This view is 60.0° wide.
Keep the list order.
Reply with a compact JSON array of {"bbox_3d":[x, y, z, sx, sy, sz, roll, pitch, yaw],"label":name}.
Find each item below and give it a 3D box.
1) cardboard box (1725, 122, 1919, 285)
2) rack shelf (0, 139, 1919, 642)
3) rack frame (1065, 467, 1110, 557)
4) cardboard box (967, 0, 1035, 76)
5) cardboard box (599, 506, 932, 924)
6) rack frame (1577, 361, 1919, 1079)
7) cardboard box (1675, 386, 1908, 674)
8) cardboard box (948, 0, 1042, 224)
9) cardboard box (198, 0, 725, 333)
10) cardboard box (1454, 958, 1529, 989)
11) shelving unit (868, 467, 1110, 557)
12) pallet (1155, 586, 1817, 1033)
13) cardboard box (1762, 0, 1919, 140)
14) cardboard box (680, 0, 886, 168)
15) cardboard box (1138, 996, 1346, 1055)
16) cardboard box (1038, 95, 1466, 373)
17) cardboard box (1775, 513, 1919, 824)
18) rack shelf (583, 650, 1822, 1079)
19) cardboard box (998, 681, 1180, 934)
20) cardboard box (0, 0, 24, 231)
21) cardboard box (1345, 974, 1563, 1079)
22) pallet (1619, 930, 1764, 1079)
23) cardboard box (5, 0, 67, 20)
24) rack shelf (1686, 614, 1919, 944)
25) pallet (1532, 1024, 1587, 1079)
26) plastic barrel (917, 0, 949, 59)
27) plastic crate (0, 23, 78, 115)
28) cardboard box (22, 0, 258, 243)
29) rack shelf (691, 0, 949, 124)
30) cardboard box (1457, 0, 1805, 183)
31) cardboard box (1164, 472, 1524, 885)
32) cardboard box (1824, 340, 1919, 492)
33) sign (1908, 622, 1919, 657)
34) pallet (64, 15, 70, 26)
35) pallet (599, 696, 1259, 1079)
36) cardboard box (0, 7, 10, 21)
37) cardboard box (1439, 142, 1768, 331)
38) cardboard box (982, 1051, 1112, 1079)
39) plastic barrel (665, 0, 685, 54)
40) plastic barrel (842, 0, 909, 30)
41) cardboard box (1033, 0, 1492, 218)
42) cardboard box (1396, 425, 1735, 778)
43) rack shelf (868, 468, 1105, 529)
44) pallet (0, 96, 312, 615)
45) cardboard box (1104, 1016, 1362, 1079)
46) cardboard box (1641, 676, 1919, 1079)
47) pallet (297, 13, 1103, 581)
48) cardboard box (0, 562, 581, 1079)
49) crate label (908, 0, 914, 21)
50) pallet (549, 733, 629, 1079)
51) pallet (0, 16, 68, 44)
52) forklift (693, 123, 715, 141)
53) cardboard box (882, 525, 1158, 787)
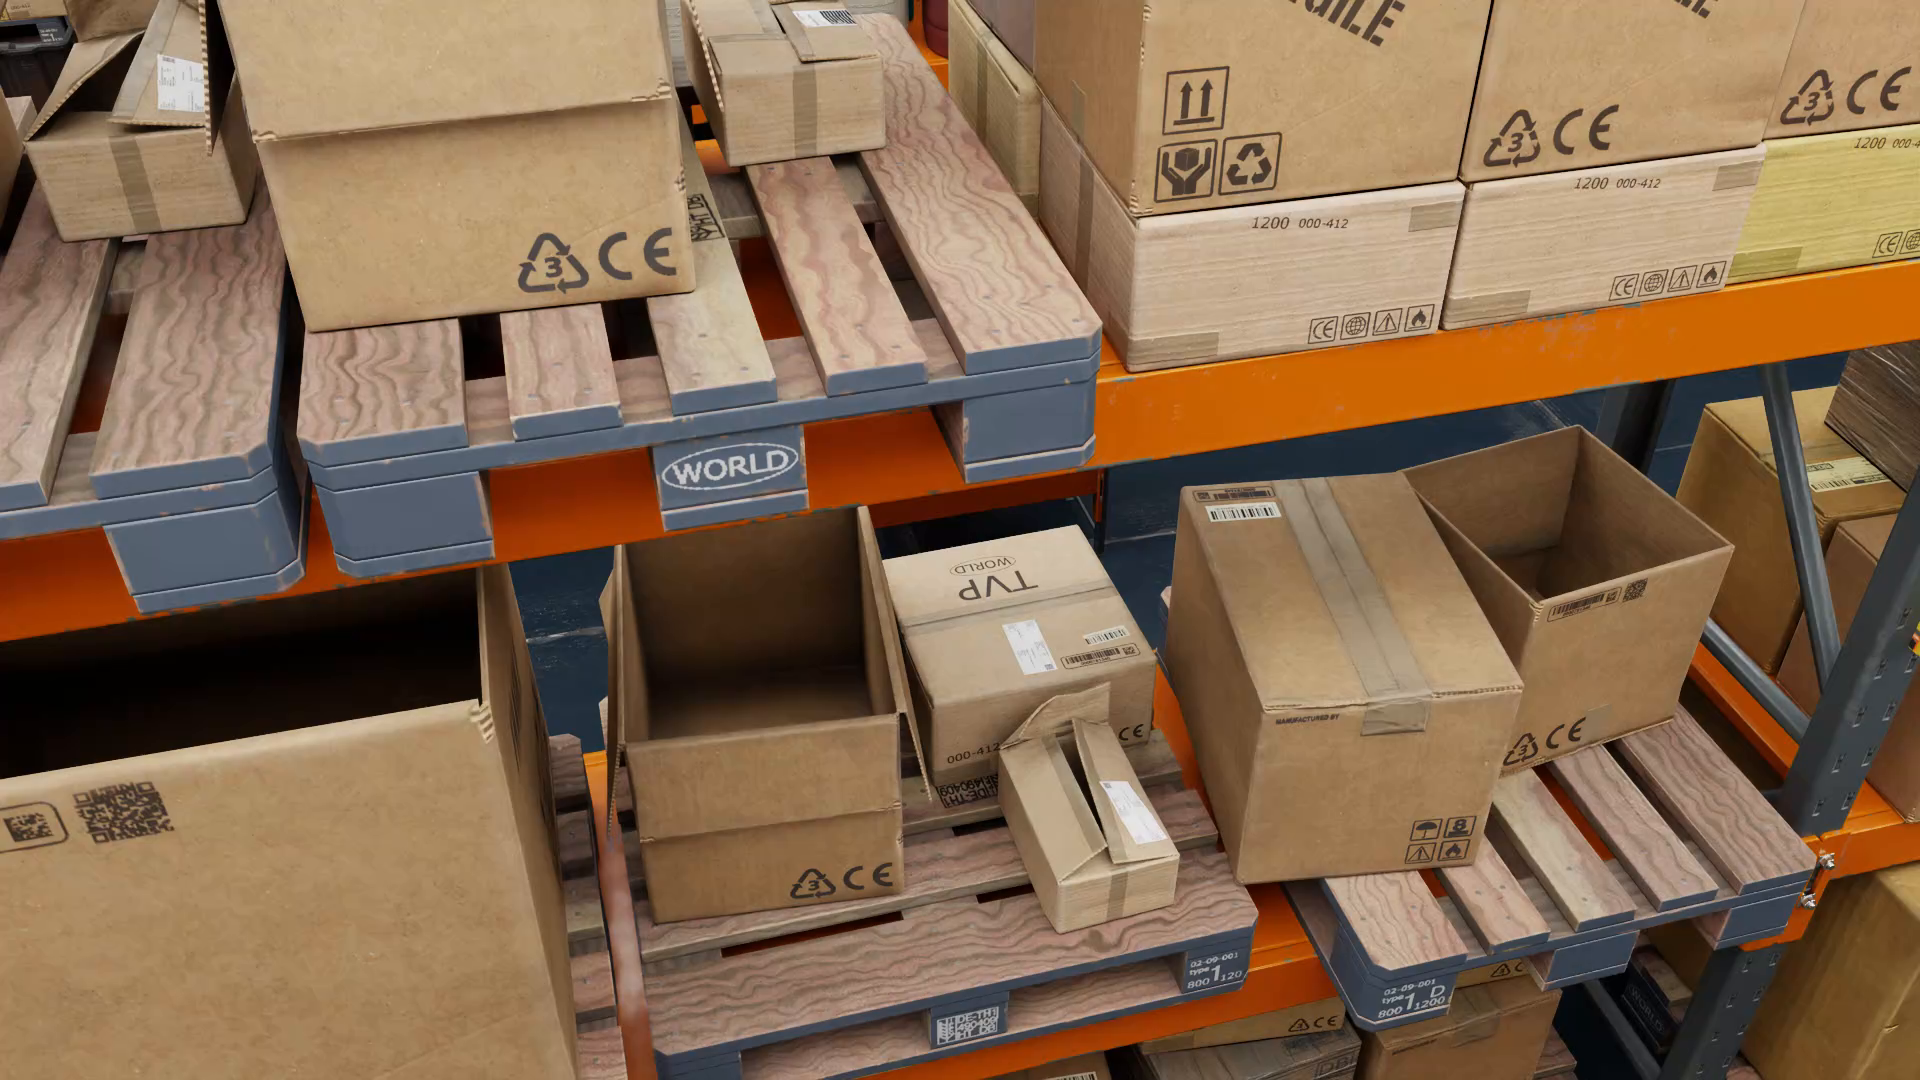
[{"bbox_3d":[1.394,-0.689,2.836,0.500,0.250,0.500,-9,38,-12],"label":"cardboard box"},{"bbox_3d":[-0.142,-0.365,2.882,4.000,0.370,1.077,-9,38,-12],"label":"rack shelf"},{"bbox_3d":[0.497,-0.528,6.515,0.032,1.125,0.500,-9,38,-12],"label":"rack frame"},{"bbox_3d":[0.294,-1.120,2.783,0.500,0.500,0.500,-10,39,-13],"label":"cardboard box"},{"bbox_3d":[-0.423,0.321,3.431,0.637,0.503,0.797,-6,38,-7],"label":"cardboard box"},{"bbox_3d":[1.789,0.224,3.989,0.127,3.000,1.000,-9,38,-12],"label":"rack frame"},{"bbox_3d":[2.201,-0.039,4.250,0.500,0.500,0.500,-8,38,-11],"label":"cardboard box"},{"bbox_3d":[0.279,-0.815,3.001,0.500,0.250,0.500,-9,38,-11],"label":"cardboard box"},{"bbox_3d":[-0.684,-0.708,2.307,0.637,0.503,0.797,-8,38,-10],"label":"cardboard box"},{"bbox_3d":[1.150,0.868,4.225,0.500,0.250,0.500,-8,38,-10],"label":"cardboard box"},{"bbox_3d":[0.007,-0.448,6.410,1.048,1.125,0.538,-9,38,-12],"label":"shelving unit"},{"bbox_3d":[1.129,0.475,3.818,1.003,0.211,1.213,-9,38,-12],"label":"pallet"},{"bbox_3d":[1.393,-0.984,2.604,0.500,0.500,0.500,-8,38,-11],"label":"cardboard box"},{"bbox_3d":[-0.289,-0.764,2.657,0.250,0.166,0.380,-10,39,-13],"label":"cardboard box"},{"bbox_3d":[0.640,0.958,4.107,0.500,0.250,0.500,-5,38,-7],"label":"cardboard box"},{"bbox_3d":[0.433,-0.524,2.621,0.500,0.250,0.500,-8,38,-11],"label":"cardboard box"},{"bbox_3d":[2.329,0.267,3.850,0.500,0.500,0.500,-8,38,-11],"label":"cardboard box"},{"bbox_3d":[-0.142,0.826,3.793,4.000,0.370,1.077,-9,38,-12],"label":"rack shelf"},{"bbox_3d":[0.249,0.533,3.349,0.258,0.266,0.396,-10,39,-13],"label":"cardboard box"},{"bbox_3d":[-1.593,-0.558,2.111,0.637,0.503,0.797,-11,39,-14],"label":"cardboard box"},{"bbox_3d":[1.147,1.160,4.460,0.500,0.500,0.700,-11,39,-14],"label":"cardboard box"},{"bbox_3d":[2.570,1.251,4.941,1.213,0.211,1.003,-9,38,-12],"label":"pallet"},{"bbox_3d":[-6.007,-3.666,10.991,0.500,0.250,0.500,-9,38,-12],"label":"cardboard box"},{"bbox_3d":[3.720,0.193,4.621,4.000,0.370,1.077,-9,38,-12],"label":"rack shelf"},{"bbox_3d":[1.034,1.454,4.675,1.213,0.211,1.003,-9,38,-12],"label":"pallet"},{"bbox_3d":[0.129,-2.484,7.417,0.708,0.536,0.600,-9,38,-12],"label":"plastic barrel"},{"bbox_3d":[-3.903,-2.015,6.966,0.504,0.338,0.767,-9,38,-12],"label":"plastic crate"},{"bbox_3d":[-1.191,-0.655,2.434,0.258,0.266,0.396,-8,38,-10],"label":"cardboard box"},{"bbox_3d":[-1.433,-2.079,7.591,4.000,0.370,1.077,-9,38,-12],"label":"rack shelf"},{"bbox_3d":[0.901,-0.896,2.490,0.500,0.500,0.500,-9,38,-12],"label":"cardboard box"},{"bbox_3d":[0.765,0.273,3.496,0.500,0.500,0.700,-4,38,-5],"label":"cardboard box"},{"bbox_3d":[2.499,-0.321,3.792,0.637,0.503,0.797,-8,38,-10],"label":"cardboard box"},{"bbox_3d":[1.939,0.112,3.247,0.005,0.325,0.100,-9,38,-12],"label":"sign"},{"bbox_3d":[-5.431,-3.745,11.472,1.213,0.211,1.003,-9,38,-12],"label":"pallet"},{"bbox_3d":[-0.112,0.638,3.606,1.213,0.211,1.003,-9,38,-12],"label":"pallet"},{"bbox_3d":[-6.489,-3.586,10.886,0.500,0.250,0.500,-9,38,-12],"label":"cardboard box"},{"bbox_3d":[0.918,-0.602,2.723,0.500,0.250,0.500,-9,38,-12],"label":"cardboard box"},{"bbox_3d":[0.070,1.349,4.213,0.500,0.500,0.700,-6,38,-8],"label":"cardboard box"},{"bbox_3d":[-1.257,-2.309,7.188,0.433,0.535,0.433,0,37,0],"label":"plastic barrel"},{"bbox_3d":[-0.440,-2.438,7.376,0.421,0.512,0.421,0,37,0],"label":"plastic barrel"},{"bbox_3d":[0.419,-0.826,2.399,0.500,0.500,0.500,-9,38,-11],"label":"cardboard box"},{"bbox_3d":[1.278,0.126,3.688,0.500,0.500,0.500,-14,40,-18],"label":"cardboard box"},{"bbox_3d":[0.007,-0.254,6.558,1.000,0.278,0.538,-9,38,-12],"label":"rack shelf"},{"bbox_3d":[-1.449,-0.295,2.352,1.003,0.211,1.213,-9,38,-12],"label":"pallet"},{"bbox_3d":[0.615,1.255,4.336,0.500,0.500,0.700,-12,39,-16],"label":"cardboard box"},{"bbox_3d":[2.460,0.804,4.633,0.875,0.875,1.225,-11,39,-14],"label":"cardboard box"},{"bbox_3d":[-0.449,-0.461,2.569,1.003,0.211,1.213,-9,38,-12],"label":"pallet"},{"bbox_3d":[-1.269,0.409,2.908,1.000,1.000,1.000,-9,38,-12],"label":"cardboard box"},{"bbox_3d":[-0.532,-2.697,7.777,0.616,0.435,0.502,-9,38,-12],"label":"crate label"},{"bbox_3d":[-1.297,0.898,3.265,1.213,0.211,1.003,-9,38,-12],"label":"pallet"},{"bbox_3d":[-6.611,-3.549,11.216,1.213,0.211,1.003,-9,38,-12],"label":"pallet"},{"bbox_3d":[-1.793,-3.763,9.257,3.031,2.935,1.130,-9,38,-11],"label":"forklift"},{"bbox_3d":[0.111,0.247,3.736,0.500,0.250,0.500,-10,39,-13],"label":"cardboard box"}]
